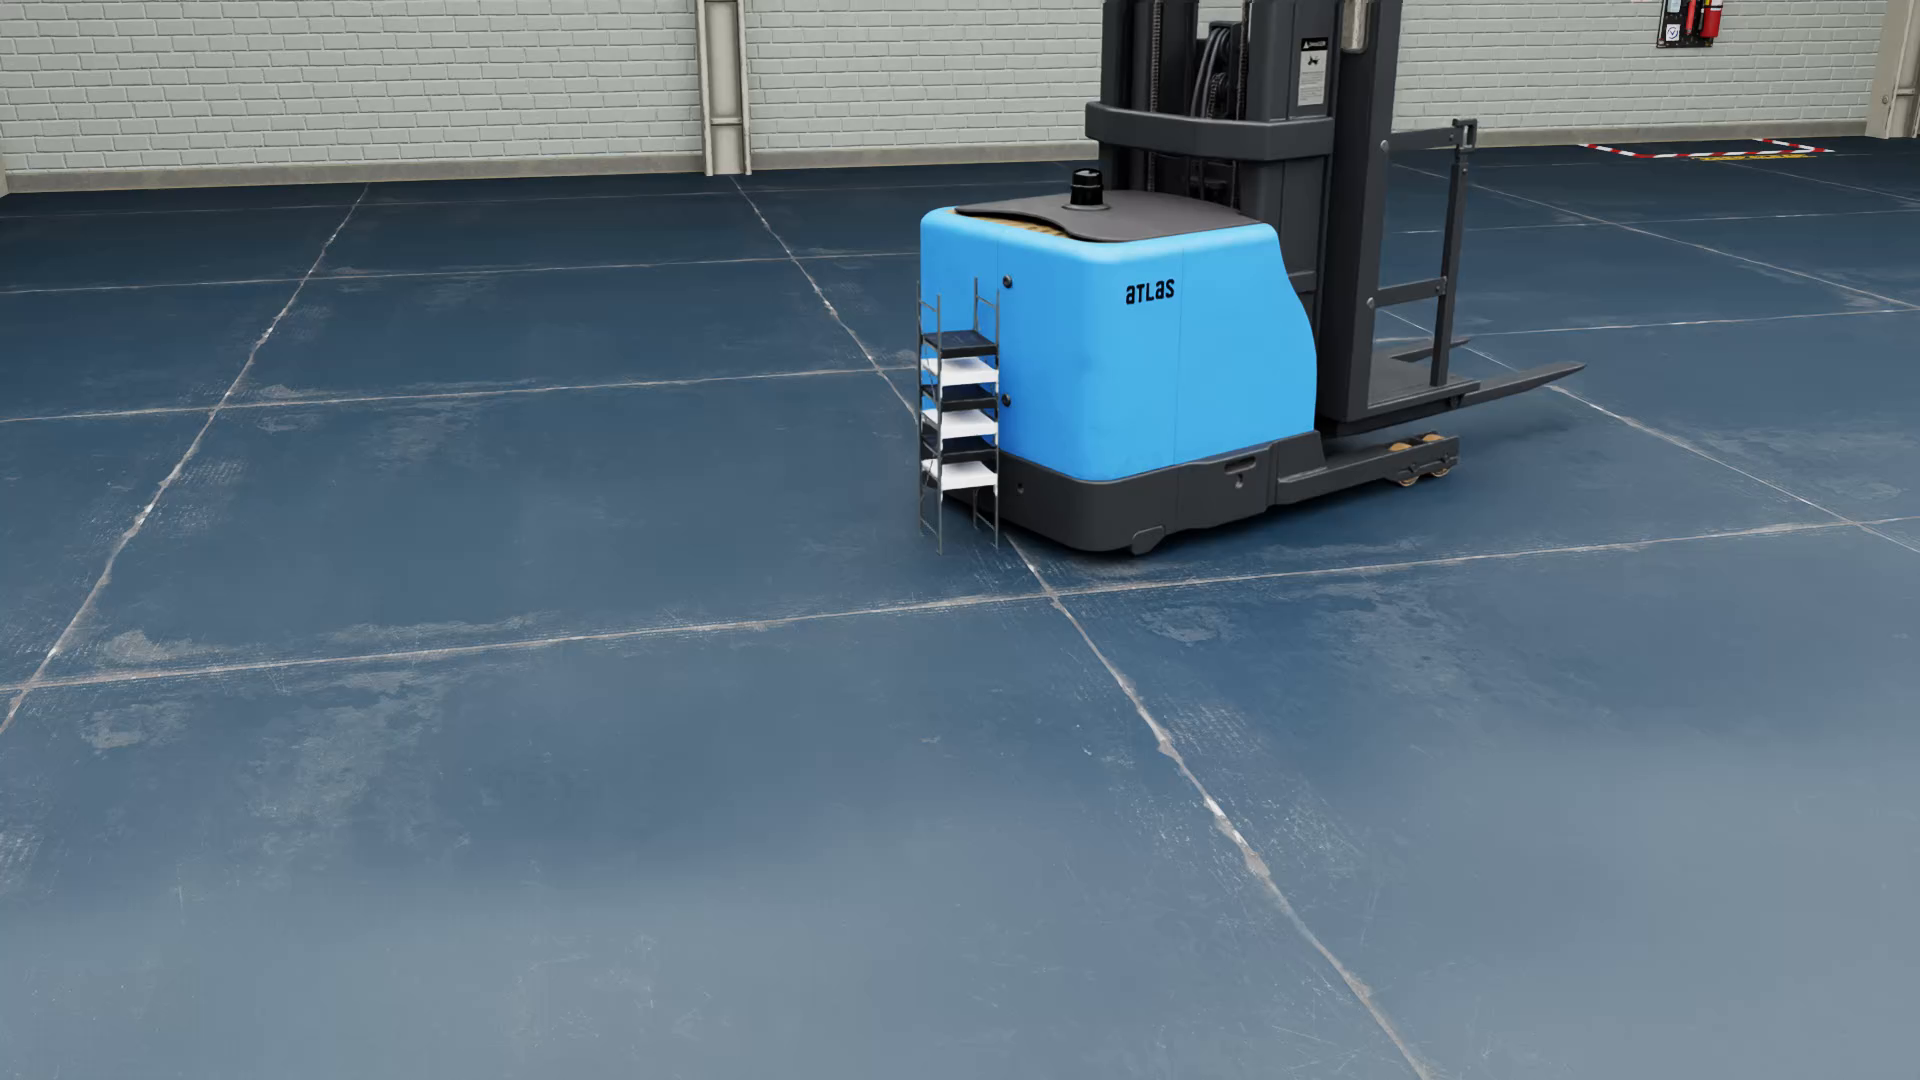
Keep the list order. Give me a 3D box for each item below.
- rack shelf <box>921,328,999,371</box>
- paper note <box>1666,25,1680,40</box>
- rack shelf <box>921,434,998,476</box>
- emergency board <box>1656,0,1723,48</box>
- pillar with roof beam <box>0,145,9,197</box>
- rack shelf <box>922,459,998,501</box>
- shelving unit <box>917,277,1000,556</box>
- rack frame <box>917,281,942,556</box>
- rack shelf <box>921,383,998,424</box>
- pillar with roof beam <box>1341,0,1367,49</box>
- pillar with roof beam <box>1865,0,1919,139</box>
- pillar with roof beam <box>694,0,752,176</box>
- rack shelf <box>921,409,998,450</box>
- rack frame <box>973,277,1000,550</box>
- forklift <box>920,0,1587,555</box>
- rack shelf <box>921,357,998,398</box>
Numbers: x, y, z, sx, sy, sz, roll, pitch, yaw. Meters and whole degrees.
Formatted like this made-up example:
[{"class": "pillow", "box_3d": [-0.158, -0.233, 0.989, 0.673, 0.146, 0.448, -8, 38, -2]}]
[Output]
[{"class": "rack shelf", "box_3d": [-0.008, -0.640, 5.564, 0.200, 0.077, 0.258, -7, 21, -18]}, {"class": "paper note", "box_3d": [7.029, -5.003, 16.391, 0.142, 0.148, 0.016, -5, 21, -12]}, {"class": "rack shelf", "box_3d": [-0.008, -0.302, 5.688, 0.200, 0.077, 0.258, -7, 21, -18]}, {"class": "emergency board", "box_3d": [7.218, -5.407, 16.215, 0.643, 1.169, 0.194, -5, 21, -12]}, {"class": "pillar with roof beam", "box_3d": [-6.895, -5.541, 7.859, 0.400, 9.000, 9.100, -5, 21, -12]}, {"class": "rack shelf", "box_3d": [-0.008, -0.217, 5.719, 0.200, 0.077, 0.258, -7, 21, -18]}, {"class": "shelving unit", "box_3d": [-0.008, -0.417, 5.646, 0.210, 0.900, 0.258, -7, 21, -18]}, {"class": "rack frame", "box_3d": [-0.104, -0.406, 5.615, 0.006, 0.900, 0.240, -7, 21, -18]}, {"class": "rack shelf", "box_3d": [-0.008, -0.471, 5.626, 0.200, 0.077, 0.258, -7, 21, -18]}, {"class": "pillar with roof beam", "box_3d": [4.783, -6.491, 10.452, 0.400, 9.000, 9.100, -5, 21, -12]}, {"class": "pillar with roof beam", "box_3d": [10.622, -6.966, 11.748, 0.400, 9.000, 9.100, -5, 21, -12]}, {"class": "pillar with roof beam", "box_3d": [-1.056, -6.016, 9.156, 0.400, 9.000, 9.100, -5, 21, -12]}, {"class": "rack shelf", "box_3d": [-0.008, -0.386, 5.657, 0.200, 0.077, 0.258, -7, 21, -18]}, {"class": "rack frame", "box_3d": [0.088, -0.429, 5.676, 0.006, 0.900, 0.240, -7, 21, -18]}, {"class": "forklift", "box_3d": [1.327, -1.712, 6.226, 3.031, 2.935, 1.130, -15, 25, -34]}, {"class": "rack shelf", "box_3d": [-0.008, -0.555, 5.595, 0.200, 0.077, 0.258, -7, 21, -18]}]
